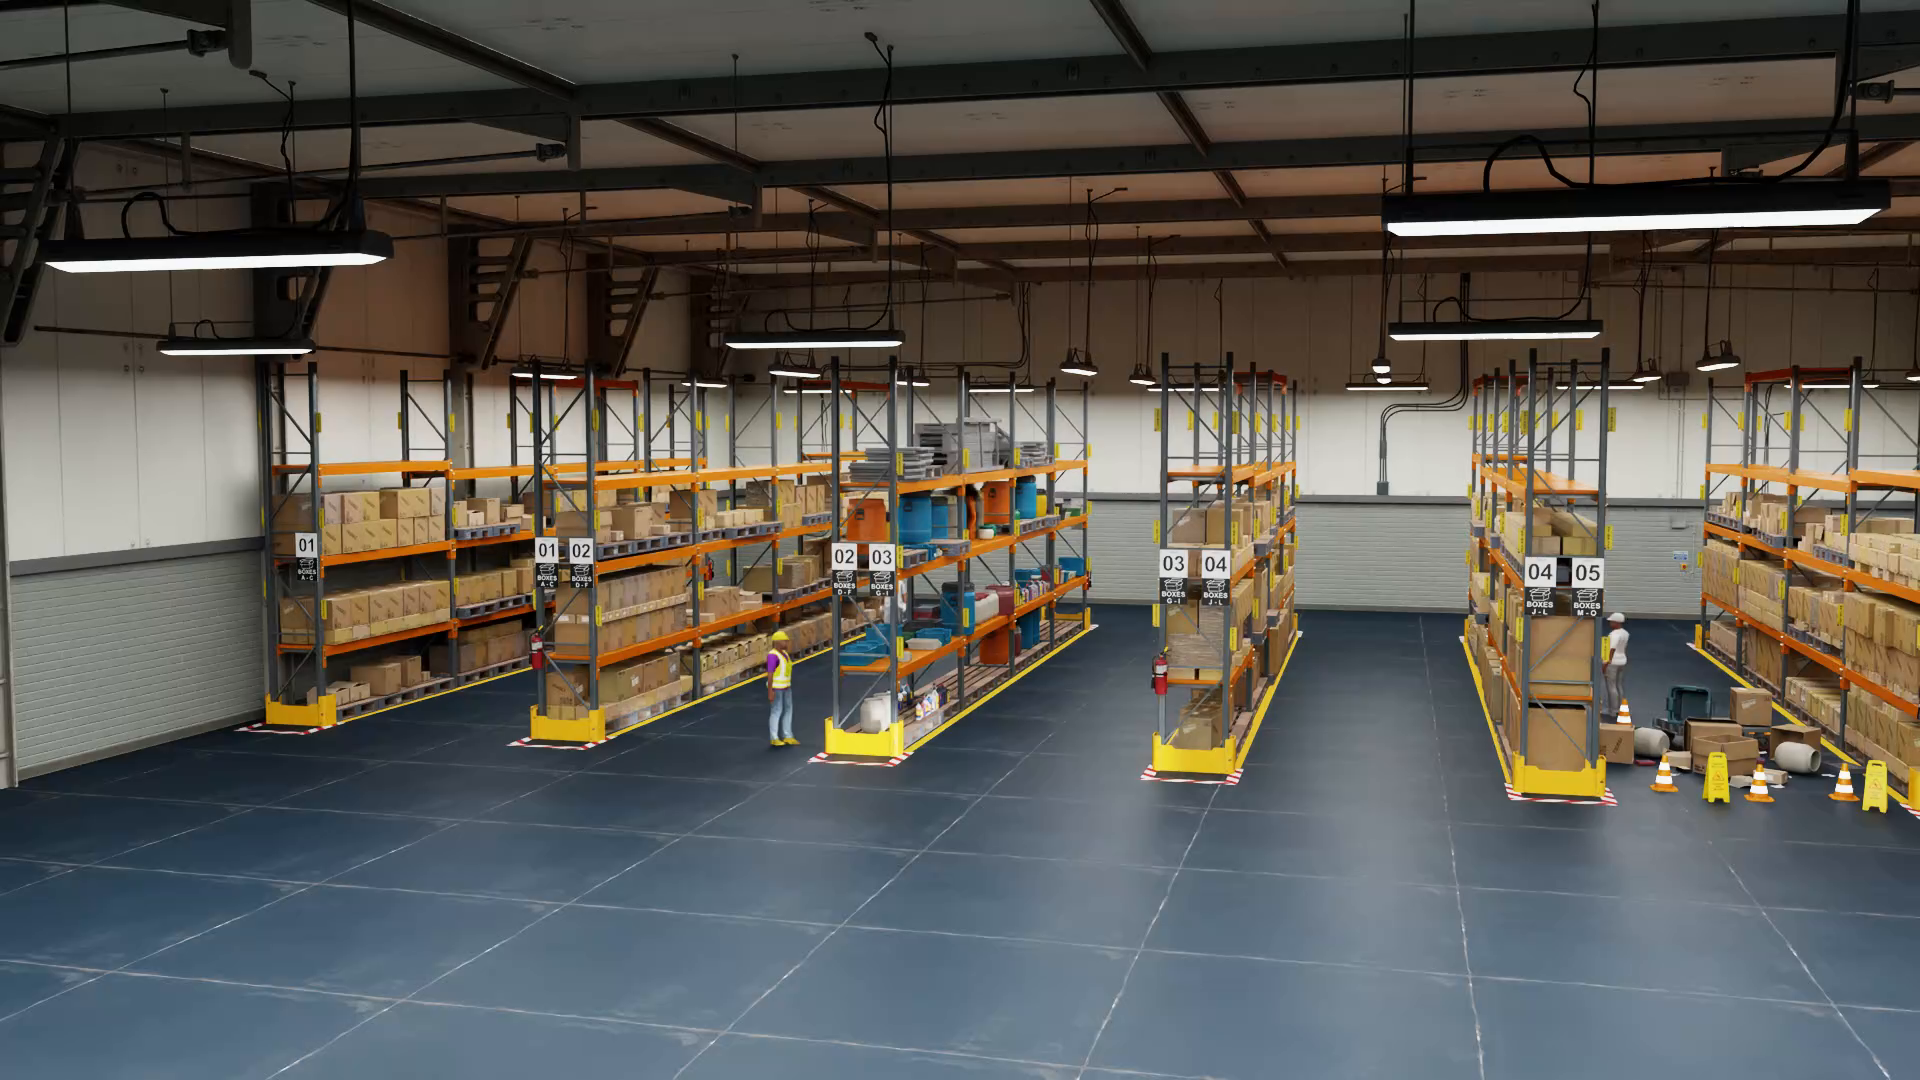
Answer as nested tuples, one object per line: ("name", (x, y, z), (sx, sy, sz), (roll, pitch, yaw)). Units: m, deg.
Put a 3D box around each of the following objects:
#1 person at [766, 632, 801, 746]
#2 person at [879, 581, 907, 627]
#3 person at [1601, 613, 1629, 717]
("person", (-2.763, 2.324, 25.805), (0.441, 1.797, 0.623), (2, 4, 22))
("person", (-1.517, 1.509, 37.346), (0.687, 1.736, 1.092), (1, 4, 11))
("person", (11.154, 2.123, 28.479), (0.624, 1.766, 0.518), (-3, 5, -34))
